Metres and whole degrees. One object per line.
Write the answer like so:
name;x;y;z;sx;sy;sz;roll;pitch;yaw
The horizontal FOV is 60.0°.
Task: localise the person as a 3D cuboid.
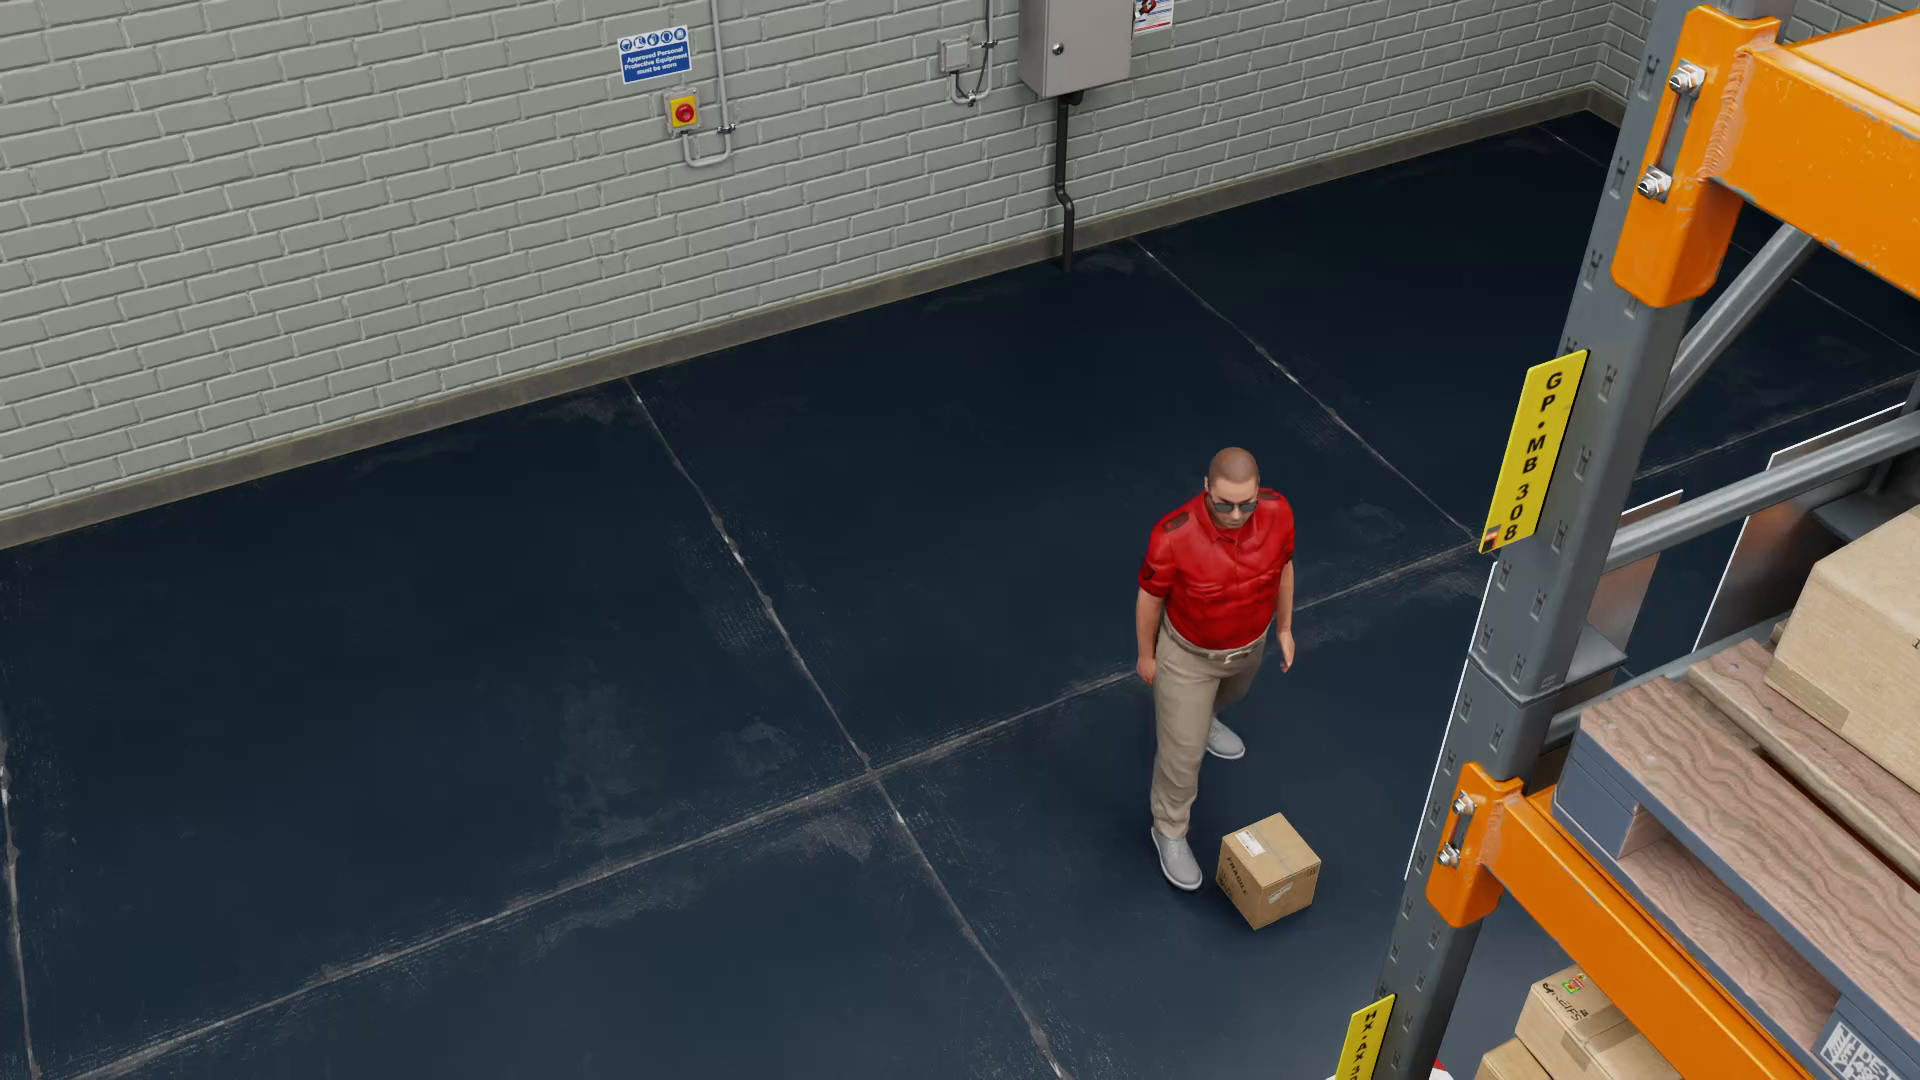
person;0.900;0.351;5.788;0.615;1.730;0.760;-16;44;-18
